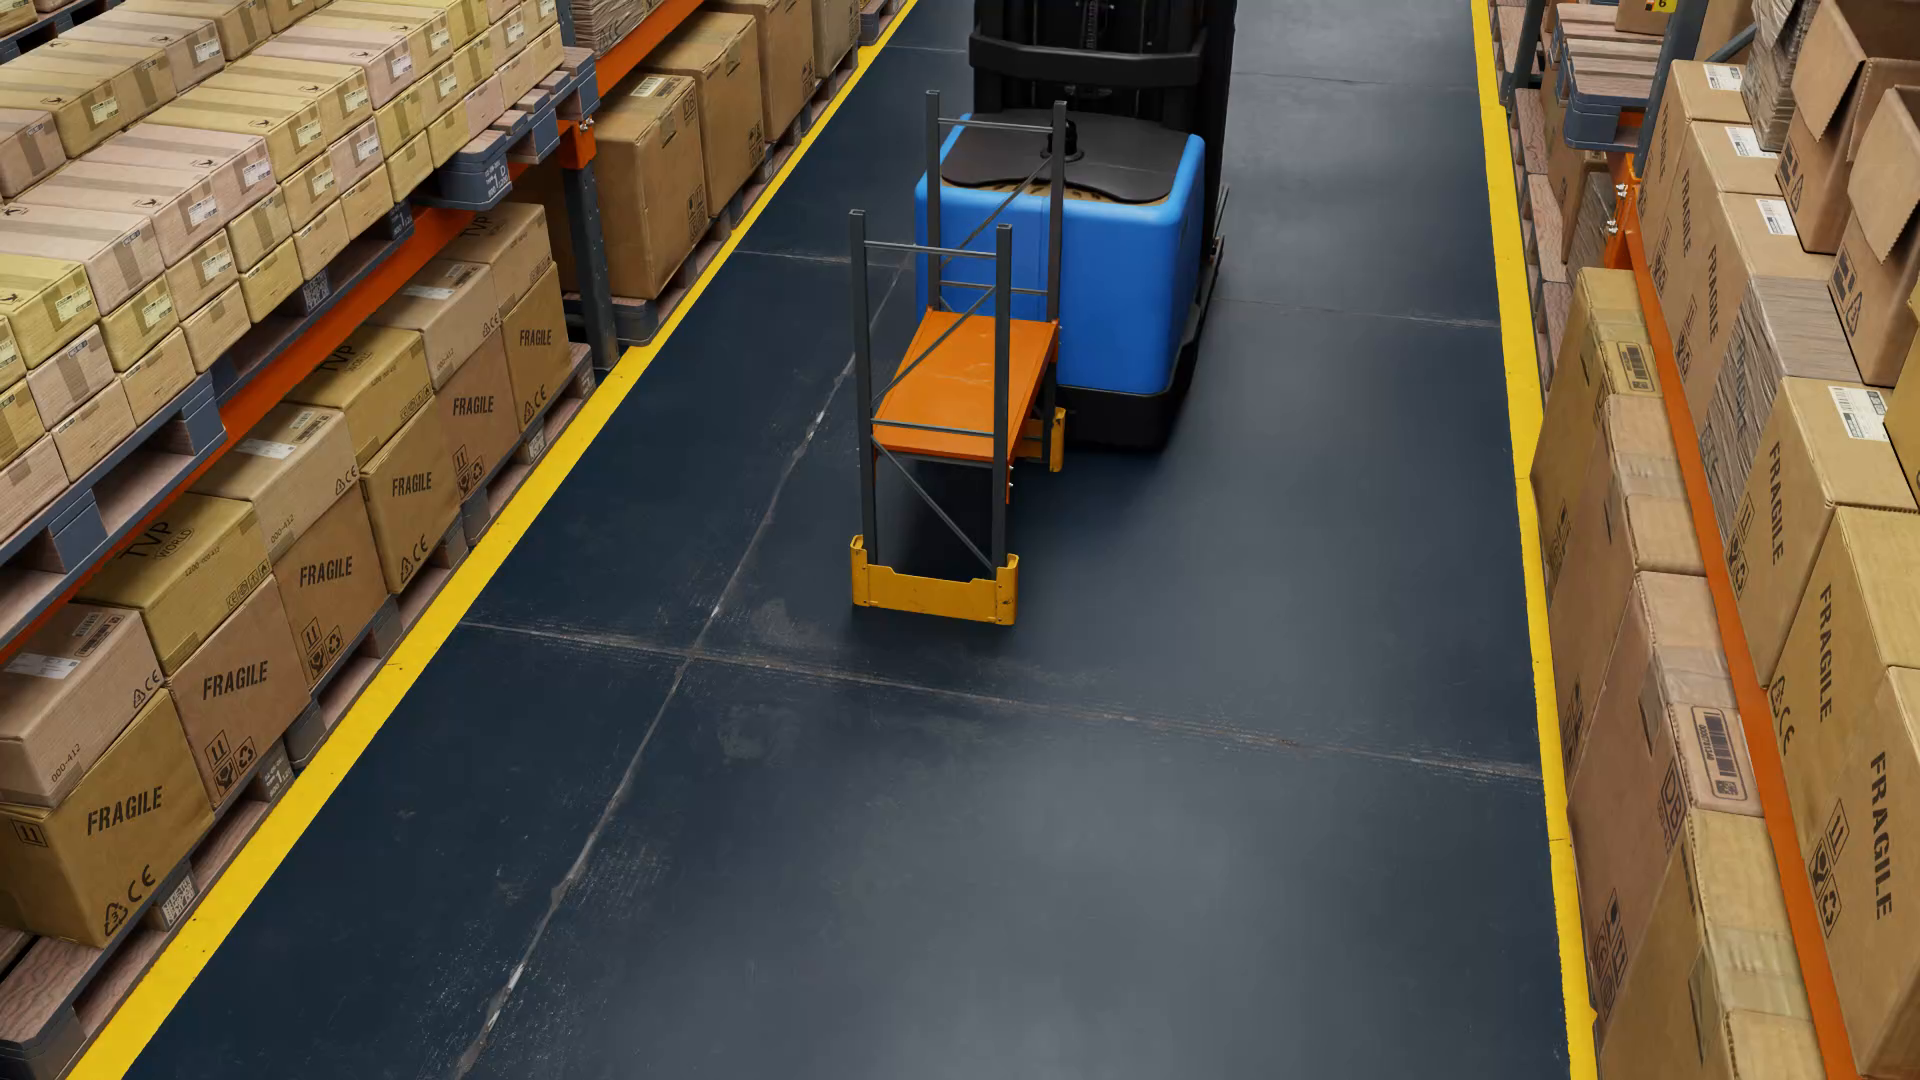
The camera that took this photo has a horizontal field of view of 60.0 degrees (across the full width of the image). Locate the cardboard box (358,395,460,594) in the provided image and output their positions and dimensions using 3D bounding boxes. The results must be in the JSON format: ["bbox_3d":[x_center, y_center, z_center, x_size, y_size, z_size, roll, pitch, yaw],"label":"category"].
[{"bbox_3d":[-2.099,-0.184,5.720,0.500,0.500,0.500,6,36,8],"label":"cardboard box"}]

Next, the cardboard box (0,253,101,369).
[{"bbox_3d":[-2.212,-0.530,3.775,0.380,0.149,0.250,8,37,10],"label":"cardboard box"}]

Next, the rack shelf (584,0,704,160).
[{"bbox_3d":[-1.575,-2.894,8.300,1.077,0.370,4.000,7,37,10],"label":"rack shelf"}]

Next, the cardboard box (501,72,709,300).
[{"bbox_3d":[-1.784,-1.636,7.510,1.050,0.750,0.750,7,36,9],"label":"cardboard box"}]

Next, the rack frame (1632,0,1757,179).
[{"bbox_3d":[2.822,-1.359,5.569,1.000,3.000,0.127,7,37,10],"label":"rack frame"}]

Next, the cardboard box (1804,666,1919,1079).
[{"bbox_3d":[1.800,0.591,2.793,0.500,0.500,0.500,7,37,10],"label":"cardboard box"}]

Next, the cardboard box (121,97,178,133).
[{"bbox_3d":[-2.575,-1.237,5.003,0.380,0.149,0.250,7,37,10],"label":"cardboard box"}]

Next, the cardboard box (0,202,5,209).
[{"bbox_3d":[-2.743,-0.786,4.382,0.380,0.149,0.250,6,36,8],"label":"cardboard box"}]

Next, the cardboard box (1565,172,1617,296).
[{"bbox_3d":[3.051,-1.231,7.148,0.700,0.500,0.500,4,36,6],"label":"cardboard box"}]

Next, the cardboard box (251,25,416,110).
[{"bbox_3d":[-1.881,-1.425,5.009,0.380,0.149,0.250,7,37,10],"label":"cardboard box"}]

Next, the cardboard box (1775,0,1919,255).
[{"bbox_3d":[2.508,-1.015,4.155,0.797,0.503,0.637,8,37,11],"label":"cardboard box"}]

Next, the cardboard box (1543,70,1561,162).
[{"bbox_3d":[3.404,-2.198,8.482,0.700,0.500,0.500,7,37,10],"label":"cardboard box"}]

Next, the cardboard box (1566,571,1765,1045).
[{"bbox_3d":[2.274,0.743,4.122,1.225,0.875,0.875,6,36,8],"label":"cardboard box"}]

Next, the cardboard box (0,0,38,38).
[{"bbox_3d":[-6.265,-3.287,10.110,0.950,0.372,0.625,10,37,13],"label":"cardboard box"}]

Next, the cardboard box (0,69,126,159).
[{"bbox_3d":[-2.626,-1.211,4.714,0.380,0.149,0.250,7,36,9],"label":"cardboard box"}]

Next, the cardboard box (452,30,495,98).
[{"bbox_3d":[-1.772,-1.583,5.480,0.380,0.149,0.250,8,37,11],"label":"cardboard box"}]

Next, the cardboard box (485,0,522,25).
[{"bbox_3d":[-1.715,-1.866,5.617,0.380,0.149,0.250,7,36,9],"label":"cardboard box"}]

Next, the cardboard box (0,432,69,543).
[{"bbox_3d":[-2.270,-0.142,3.746,0.380,0.149,0.250,8,37,11],"label":"cardboard box"}]

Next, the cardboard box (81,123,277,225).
[{"bbox_3d":[-2.048,-0.964,4.374,0.380,0.149,0.250,9,37,12],"label":"cardboard box"}]

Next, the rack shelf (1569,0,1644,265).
[{"bbox_3d":[3.249,-2.214,7.362,1.077,0.370,4.000,7,37,10],"label":"rack shelf"}]

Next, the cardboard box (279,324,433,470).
[{"bbox_3d":[-2.113,-0.495,5.510,0.500,0.250,0.500,8,37,11],"label":"cardboard box"}]

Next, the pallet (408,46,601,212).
[{"bbox_3d":[-2.050,-1.539,5.981,1.213,0.211,1.003,7,37,10],"label":"pallet"}]

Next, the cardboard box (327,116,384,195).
[{"bbox_3d":[-1.936,-1.147,4.880,0.380,0.149,0.250,8,37,11],"label":"cardboard box"}]

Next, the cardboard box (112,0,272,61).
[{"bbox_3d":[-2.459,-1.661,5.335,0.380,0.149,0.250,6,36,8],"label":"cardboard box"}]

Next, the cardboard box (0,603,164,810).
[{"bbox_3d":[-2.441,0.402,4.272,0.500,0.250,0.500,6,36,8],"label":"cardboard box"}]

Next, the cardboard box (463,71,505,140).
[{"bbox_3d":[-1.768,-1.477,5.588,0.380,0.149,0.250,8,37,11],"label":"cardboard box"}]

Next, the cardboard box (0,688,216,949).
[{"bbox_3d":[-2.440,0.706,4.492,0.500,0.500,0.500,9,37,12],"label":"cardboard box"}]

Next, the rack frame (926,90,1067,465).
[{"bbox_3d":[0.127,-0.948,6.279,0.500,1.500,0.032,7,37,10],"label":"rack frame"}]

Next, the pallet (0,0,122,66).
[{"bbox_3d":[-6.170,-3.319,10.649,1.003,0.211,1.213,7,37,10],"label":"pallet"}]

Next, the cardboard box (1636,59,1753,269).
[{"bbox_3d":[2.452,-1.155,5.202,0.500,0.500,0.500,8,37,11],"label":"cardboard box"}]

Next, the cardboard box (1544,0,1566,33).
[{"bbox_3d":[3.915,-3.364,10.107,0.500,0.500,0.500,19,40,24],"label":"cardboard box"}]

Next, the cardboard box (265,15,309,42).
[{"bbox_3d":[-2.411,-1.666,5.596,0.380,0.149,0.250,6,36,9],"label":"cardboard box"}]

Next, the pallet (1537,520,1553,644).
[{"bbox_3d":[2.580,0.213,5.777,1.003,0.211,1.213,7,37,10],"label":"pallet"}]

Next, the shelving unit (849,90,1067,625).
[{"bbox_3d":[0.016,-0.651,5.870,0.587,1.500,1.083,7,37,10],"label":"shelving unit"}]

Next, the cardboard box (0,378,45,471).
[{"bbox_3d":[-2.270,-0.251,3.643,0.380,0.149,0.250,7,36,9],"label":"cardboard box"}]

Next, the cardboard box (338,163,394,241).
[{"bbox_3d":[-1.938,-1.032,4.974,0.380,0.149,0.250,8,37,11],"label":"cardboard box"}]

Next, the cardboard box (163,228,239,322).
[{"bbox_3d":[-2.105,-0.703,4.267,0.380,0.149,0.250,9,37,12],"label":"cardboard box"}]

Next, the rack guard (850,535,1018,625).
[{"bbox_3d":[-0.090,0.141,5.843,0.587,0.250,0.087,7,37,10],"label":"rack guard"}]

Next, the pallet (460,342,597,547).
[{"bbox_3d":[-2.171,-0.462,6.707,1.003,0.211,1.213,7,37,10],"label":"pallet"}]

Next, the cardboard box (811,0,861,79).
[{"bbox_3d":[-1.193,-3.224,9.701,1.050,0.750,0.750,7,37,10],"label":"cardboard box"}]

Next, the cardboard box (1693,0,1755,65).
[{"bbox_3d":[2.898,-1.884,5.851,0.500,0.500,0.500,3,36,4],"label":"cardboard box"}]

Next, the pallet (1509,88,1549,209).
[{"bbox_3d":[3.511,-2.077,8.935,1.003,0.211,1.213,7,37,10],"label":"pallet"}]

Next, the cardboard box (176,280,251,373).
[{"bbox_3d":[-2.104,-0.574,4.342,0.380,0.149,0.250,6,36,8],"label":"cardboard box"}]

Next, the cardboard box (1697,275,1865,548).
[{"bbox_3d":[2.129,-0.278,3.993,0.500,0.500,0.500,7,37,10],"label":"cardboard box"}]

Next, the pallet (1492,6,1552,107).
[{"bbox_3d":[3.785,-2.913,10.089,1.003,0.211,1.213,7,37,10],"label":"pallet"}]

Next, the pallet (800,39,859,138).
[{"bbox_3d":[-1.239,-2.751,9.866,1.003,0.211,1.213,7,37,10],"label":"pallet"}]

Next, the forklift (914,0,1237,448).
[{"bbox_3d":[0.657,-2.419,7.090,1.130,2.935,3.031,8,37,11],"label":"forklift"}]
